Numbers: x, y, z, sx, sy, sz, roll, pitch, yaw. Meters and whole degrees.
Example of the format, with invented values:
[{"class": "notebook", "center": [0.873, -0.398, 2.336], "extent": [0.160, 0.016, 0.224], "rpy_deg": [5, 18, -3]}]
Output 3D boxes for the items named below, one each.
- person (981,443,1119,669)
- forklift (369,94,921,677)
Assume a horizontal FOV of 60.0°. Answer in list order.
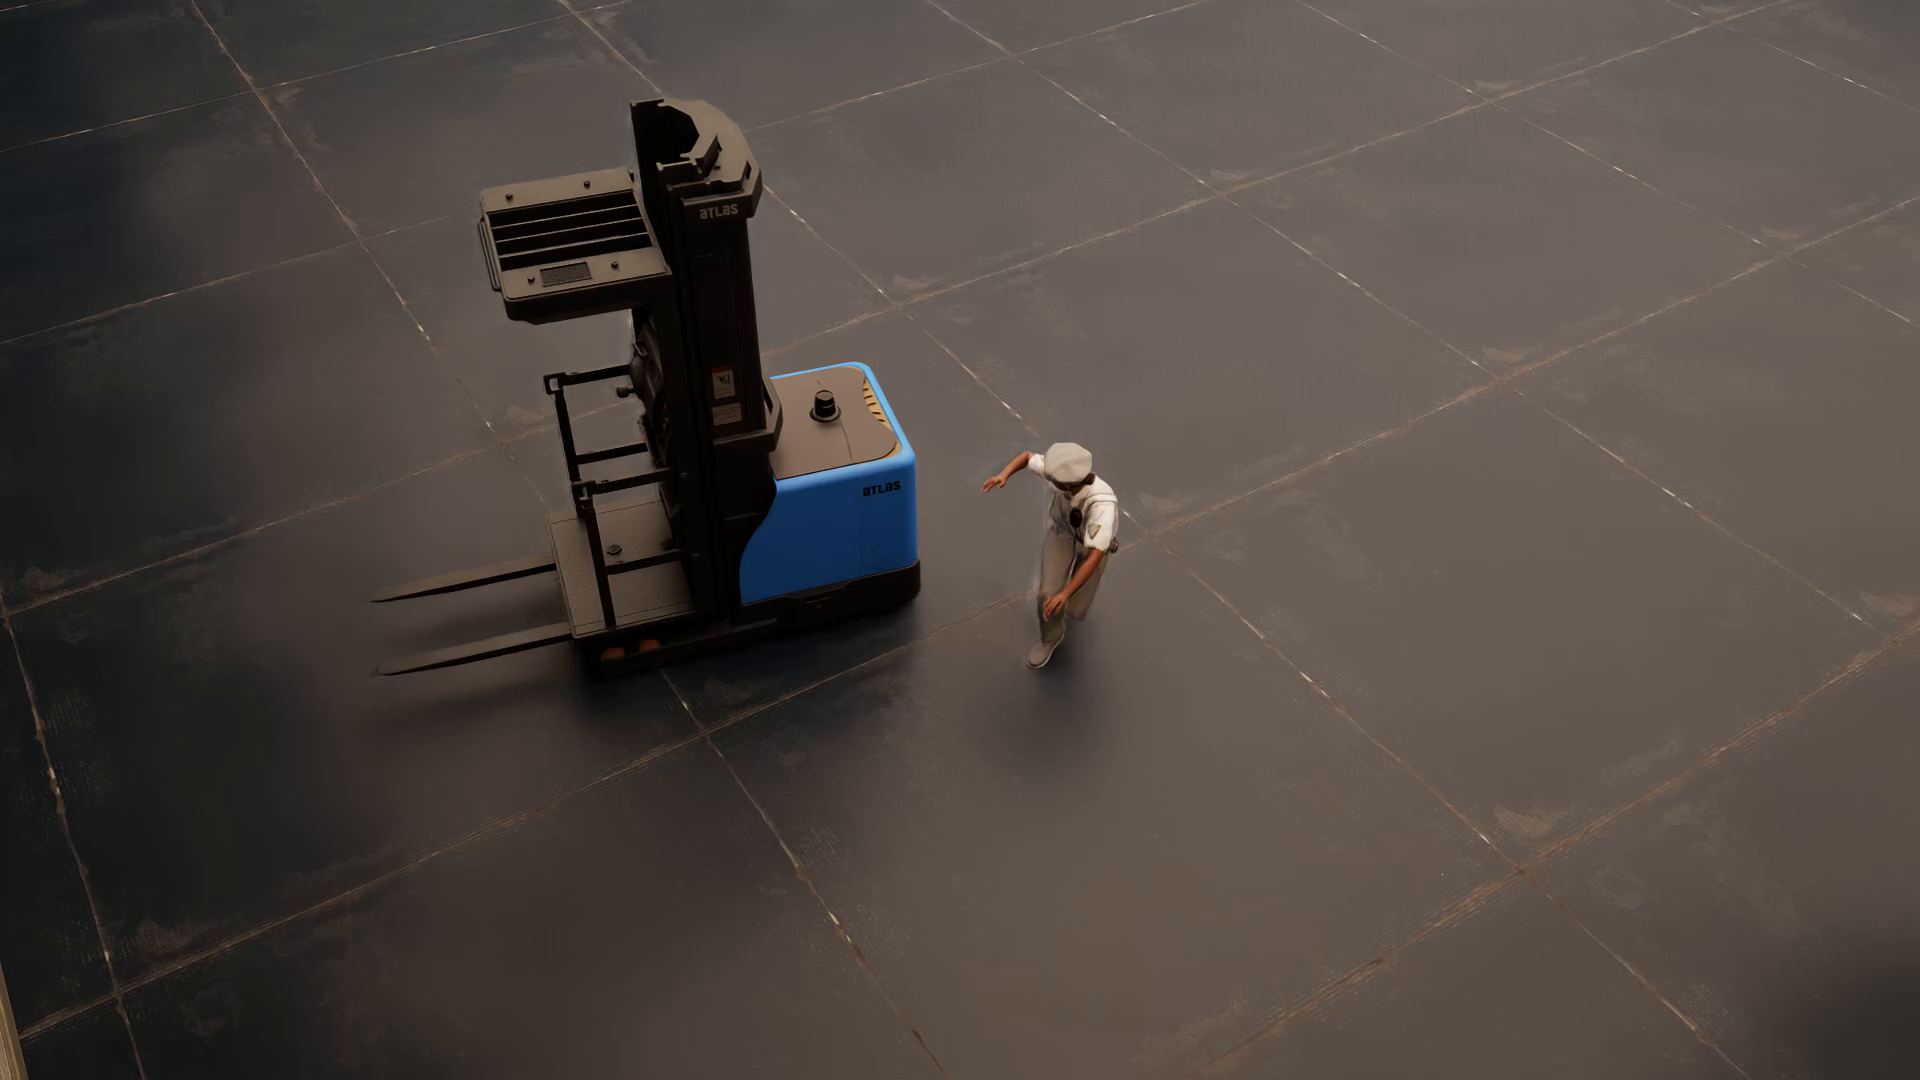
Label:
[{"class": "person", "center": [0.456, 0.108, 8.913], "extent": [0.724, 1.406, 1.035], "rpy_deg": [16, 44, 17]}, {"class": "forklift", "center": [-1.804, -0.738, 8.716], "extent": [3.031, 2.935, 1.130], "rpy_deg": [-13, 43, -14]}]
